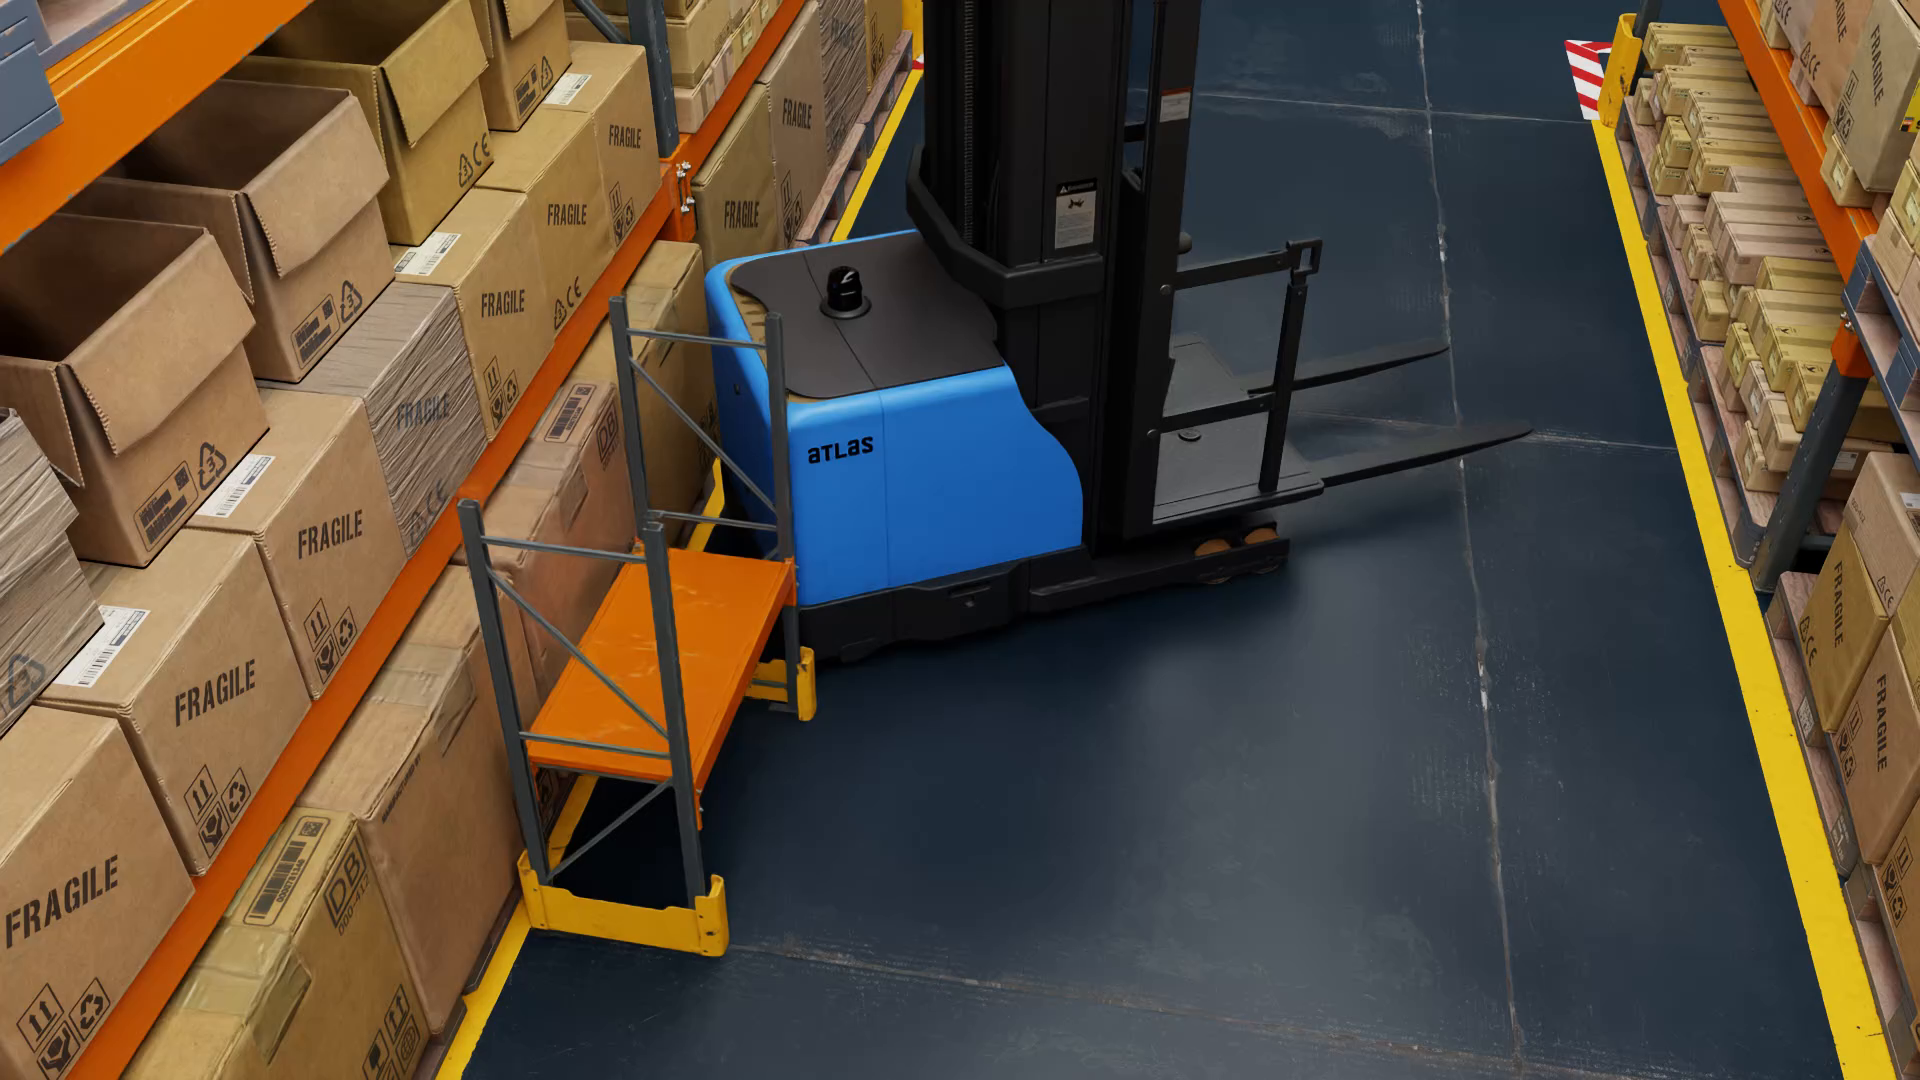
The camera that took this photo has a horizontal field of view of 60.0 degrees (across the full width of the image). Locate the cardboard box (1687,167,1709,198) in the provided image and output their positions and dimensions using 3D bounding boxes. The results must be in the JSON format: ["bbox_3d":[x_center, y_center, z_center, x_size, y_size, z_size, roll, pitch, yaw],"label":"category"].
[{"bbox_3d":[3.564,-1.680,7.602,0.380,0.149,0.250,5,40,6],"label":"cardboard box"}]

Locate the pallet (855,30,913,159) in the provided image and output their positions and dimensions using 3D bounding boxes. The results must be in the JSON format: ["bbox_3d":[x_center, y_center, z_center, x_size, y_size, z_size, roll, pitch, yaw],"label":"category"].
[{"bbox_3d":[-0.859,-2.483,9.087,1.003,0.211,1.213,6,40,8],"label":"pallet"}]

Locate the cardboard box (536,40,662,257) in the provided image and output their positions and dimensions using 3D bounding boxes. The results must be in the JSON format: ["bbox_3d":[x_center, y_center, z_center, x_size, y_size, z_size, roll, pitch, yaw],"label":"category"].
[{"bbox_3d":[-1.302,-1.273,5.357,0.500,0.500,0.500,7,40,8],"label":"cardboard box"}]

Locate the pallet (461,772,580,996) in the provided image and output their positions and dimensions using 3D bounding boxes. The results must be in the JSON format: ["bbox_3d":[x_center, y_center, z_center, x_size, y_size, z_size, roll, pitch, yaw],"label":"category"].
[{"bbox_3d":[-1.758,0.778,5.144,1.003,0.211,1.213,6,40,8],"label":"pallet"}]

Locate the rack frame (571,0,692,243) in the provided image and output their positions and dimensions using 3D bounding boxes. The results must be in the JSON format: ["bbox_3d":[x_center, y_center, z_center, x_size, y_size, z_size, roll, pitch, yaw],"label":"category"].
[{"bbox_3d":[-1.490,-1.558,5.780,1.000,3.000,0.127,6,40,8],"label":"rack frame"}]

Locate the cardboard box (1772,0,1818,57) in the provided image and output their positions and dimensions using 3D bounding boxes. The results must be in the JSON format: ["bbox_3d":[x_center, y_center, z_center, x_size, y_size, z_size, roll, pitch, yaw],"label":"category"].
[{"bbox_3d":[3.361,-2.073,6.091,0.500,0.500,0.500,6,40,7],"label":"cardboard box"}]

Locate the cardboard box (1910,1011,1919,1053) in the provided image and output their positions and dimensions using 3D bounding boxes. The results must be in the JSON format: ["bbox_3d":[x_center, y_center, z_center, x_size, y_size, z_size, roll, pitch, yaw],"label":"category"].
[{"bbox_3d":[2.711,1.264,4.000,0.500,0.500,0.500,5,40,6],"label":"cardboard box"}]

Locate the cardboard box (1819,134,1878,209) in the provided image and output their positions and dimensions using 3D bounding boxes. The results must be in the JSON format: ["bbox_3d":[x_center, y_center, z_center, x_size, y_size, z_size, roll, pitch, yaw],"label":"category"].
[{"bbox_3d":[3.134,-1.229,5.580,0.380,0.149,0.250,5,40,6],"label":"cardboard box"}]

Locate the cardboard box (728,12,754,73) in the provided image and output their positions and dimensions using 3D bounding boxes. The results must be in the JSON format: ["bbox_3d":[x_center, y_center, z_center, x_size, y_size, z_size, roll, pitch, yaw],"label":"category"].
[{"bbox_3d":[-1.021,-1.940,6.440,0.380,0.149,0.250,8,40,9],"label":"cardboard box"}]

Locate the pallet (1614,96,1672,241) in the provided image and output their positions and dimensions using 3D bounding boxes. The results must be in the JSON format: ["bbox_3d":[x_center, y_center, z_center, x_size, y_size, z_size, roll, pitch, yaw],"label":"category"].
[{"bbox_3d":[3.881,-1.829,8.297,1.003,0.211,1.213,6,40,8],"label":"pallet"}]

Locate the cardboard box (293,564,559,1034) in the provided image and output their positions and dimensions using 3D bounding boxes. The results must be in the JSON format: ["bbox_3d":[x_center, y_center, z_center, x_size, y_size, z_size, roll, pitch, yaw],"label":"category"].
[{"bbox_3d":[-1.881,0.620,4.484,1.225,0.875,0.875,7,40,8],"label":"cardboard box"}]

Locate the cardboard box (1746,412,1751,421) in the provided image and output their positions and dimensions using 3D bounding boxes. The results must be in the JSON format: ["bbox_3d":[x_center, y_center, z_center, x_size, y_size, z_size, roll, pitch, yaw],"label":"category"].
[{"bbox_3d":[3.237,-0.448,6.346,0.380,0.149,0.250,7,40,9],"label":"cardboard box"}]

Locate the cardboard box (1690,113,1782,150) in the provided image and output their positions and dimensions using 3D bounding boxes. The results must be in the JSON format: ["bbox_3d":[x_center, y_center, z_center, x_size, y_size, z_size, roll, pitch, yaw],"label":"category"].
[{"bbox_3d":[3.527,-1.791,7.503,0.380,0.149,0.250,8,40,9],"label":"cardboard box"}]

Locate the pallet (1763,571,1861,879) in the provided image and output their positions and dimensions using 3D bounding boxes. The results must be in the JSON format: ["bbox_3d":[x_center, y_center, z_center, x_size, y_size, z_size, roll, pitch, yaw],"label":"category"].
[{"bbox_3d":[3.244,0.616,5.339,1.003,0.211,1.213,6,40,8],"label":"pallet"}]

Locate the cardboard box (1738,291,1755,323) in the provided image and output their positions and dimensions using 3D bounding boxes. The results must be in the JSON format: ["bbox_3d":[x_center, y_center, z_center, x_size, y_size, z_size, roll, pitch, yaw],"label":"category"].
[{"bbox_3d":[3.322,-0.846,6.593,0.380,0.149,0.250,7,40,8],"label":"cardboard box"}]

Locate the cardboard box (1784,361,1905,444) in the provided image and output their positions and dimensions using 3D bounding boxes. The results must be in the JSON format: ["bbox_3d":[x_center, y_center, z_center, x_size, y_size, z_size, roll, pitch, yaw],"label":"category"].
[{"bbox_3d":[3.183,-0.492,5.932,0.380,0.149,0.250,7,40,9],"label":"cardboard box"}]

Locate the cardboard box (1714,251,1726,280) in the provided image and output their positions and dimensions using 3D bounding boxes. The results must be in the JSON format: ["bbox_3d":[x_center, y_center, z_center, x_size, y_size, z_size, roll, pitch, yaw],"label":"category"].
[{"bbox_3d":[3.413,-1.174,6.990,0.380,0.149,0.250,5,40,6],"label":"cardboard box"}]

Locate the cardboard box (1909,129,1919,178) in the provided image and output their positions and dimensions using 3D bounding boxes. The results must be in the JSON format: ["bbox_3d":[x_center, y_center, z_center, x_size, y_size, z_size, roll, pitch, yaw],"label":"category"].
[{"bbox_3d":[2.856,-1.045,4.561,0.380,0.149,0.250,8,40,10],"label":"cardboard box"}]

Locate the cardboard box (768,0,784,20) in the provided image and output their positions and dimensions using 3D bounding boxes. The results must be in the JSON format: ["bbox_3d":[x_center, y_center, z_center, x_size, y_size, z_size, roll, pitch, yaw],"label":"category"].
[{"bbox_3d":[-0.933,-2.266,6.834,0.380,0.149,0.250,6,40,7],"label":"cardboard box"}]

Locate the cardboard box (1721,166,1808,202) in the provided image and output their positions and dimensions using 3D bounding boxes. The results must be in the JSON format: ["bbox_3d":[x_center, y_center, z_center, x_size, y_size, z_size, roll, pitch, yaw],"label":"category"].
[{"bbox_3d":[3.487,-1.462,7.105,0.380,0.149,0.250,6,40,8],"label":"cardboard box"}]

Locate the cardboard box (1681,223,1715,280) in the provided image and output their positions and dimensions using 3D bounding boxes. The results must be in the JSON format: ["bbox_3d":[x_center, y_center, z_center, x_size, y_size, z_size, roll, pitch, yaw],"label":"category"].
[{"bbox_3d":[3.409,-1.255,7.322,0.380,0.149,0.250,6,40,8],"label":"cardboard box"}]

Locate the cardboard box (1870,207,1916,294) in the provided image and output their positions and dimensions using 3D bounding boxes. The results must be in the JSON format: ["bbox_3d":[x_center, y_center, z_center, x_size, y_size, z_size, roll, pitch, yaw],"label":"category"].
[{"bbox_3d":[2.856,-0.816,4.750,0.380,0.149,0.250,5,40,6],"label":"cardboard box"}]

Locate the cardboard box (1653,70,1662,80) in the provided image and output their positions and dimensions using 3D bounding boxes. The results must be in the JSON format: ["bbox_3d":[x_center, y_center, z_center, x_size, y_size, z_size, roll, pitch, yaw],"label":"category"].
[{"bbox_3d":[3.726,-2.335,8.394,0.380,0.149,0.250,8,40,10],"label":"cardboard box"}]

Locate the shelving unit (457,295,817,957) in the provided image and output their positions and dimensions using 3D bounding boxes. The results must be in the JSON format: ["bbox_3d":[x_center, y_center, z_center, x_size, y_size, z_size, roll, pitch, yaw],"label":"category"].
[{"bbox_3d":[-0.852,0.236,4.744,0.587,1.500,1.083,7,37,8],"label":"shelving unit"}]

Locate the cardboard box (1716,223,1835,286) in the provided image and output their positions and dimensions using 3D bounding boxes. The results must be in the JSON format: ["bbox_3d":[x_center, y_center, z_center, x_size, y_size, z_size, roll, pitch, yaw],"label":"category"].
[{"bbox_3d":[3.301,-1.148,6.725,0.380,0.149,0.250,5,40,6],"label":"cardboard box"}]

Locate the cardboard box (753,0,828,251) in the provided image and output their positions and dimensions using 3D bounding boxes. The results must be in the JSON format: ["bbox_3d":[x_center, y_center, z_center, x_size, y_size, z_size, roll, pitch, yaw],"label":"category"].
[{"bbox_3d":[-1.141,-1.871,7.497,0.875,0.875,0.875,6,40,8],"label":"cardboard box"}]

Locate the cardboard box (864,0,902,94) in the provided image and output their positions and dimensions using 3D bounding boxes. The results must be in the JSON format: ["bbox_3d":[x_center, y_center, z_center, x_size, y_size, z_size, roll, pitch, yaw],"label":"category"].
[{"bbox_3d":[-0.830,-3.000,8.863,0.875,0.875,0.875,6,40,8],"label":"cardboard box"}]

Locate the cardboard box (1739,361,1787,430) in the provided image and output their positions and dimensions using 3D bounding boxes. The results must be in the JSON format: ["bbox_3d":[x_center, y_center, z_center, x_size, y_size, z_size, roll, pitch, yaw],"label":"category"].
[{"bbox_3d":[3.153,-0.529,6.210,0.380,0.149,0.250,5,40,6],"label":"cardboard box"}]

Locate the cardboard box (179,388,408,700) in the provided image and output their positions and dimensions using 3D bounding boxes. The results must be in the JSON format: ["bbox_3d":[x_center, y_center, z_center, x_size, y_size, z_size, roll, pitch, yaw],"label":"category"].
[{"bbox_3d":[-1.658,-0.007,3.826,0.500,0.500,0.500,6,40,7],"label":"cardboard box"}]

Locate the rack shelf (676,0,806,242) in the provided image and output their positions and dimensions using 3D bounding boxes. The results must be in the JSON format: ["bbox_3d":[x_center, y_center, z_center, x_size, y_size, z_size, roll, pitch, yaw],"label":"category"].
[{"bbox_3d":[-1.144,-2.536,7.527,1.077,0.370,4.000,6,40,8],"label":"rack shelf"}]

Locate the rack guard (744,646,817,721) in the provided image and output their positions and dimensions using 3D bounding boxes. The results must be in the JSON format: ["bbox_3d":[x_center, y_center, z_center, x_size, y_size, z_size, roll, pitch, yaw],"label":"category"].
[{"bbox_3d":[-0.771,0.443,5.512,0.587,0.250,0.087,7,37,8],"label":"rack guard"}]

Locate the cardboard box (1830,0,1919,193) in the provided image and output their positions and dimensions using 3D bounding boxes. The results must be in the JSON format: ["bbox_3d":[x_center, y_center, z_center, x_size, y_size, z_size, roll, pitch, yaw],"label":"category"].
[{"bbox_3d":[3.183,-1.435,5.320,0.500,0.500,0.500,6,40,8],"label":"cardboard box"}]

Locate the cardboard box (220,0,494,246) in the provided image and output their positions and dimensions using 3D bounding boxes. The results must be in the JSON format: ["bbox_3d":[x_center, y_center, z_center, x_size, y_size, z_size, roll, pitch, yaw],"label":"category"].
[{"bbox_3d":[-1.723,-1.152,4.423,0.797,0.503,0.637,7,40,8],"label":"cardboard box"}]

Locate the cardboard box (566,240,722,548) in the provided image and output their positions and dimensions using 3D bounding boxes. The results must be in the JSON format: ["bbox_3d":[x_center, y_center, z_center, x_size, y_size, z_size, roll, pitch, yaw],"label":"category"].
[{"bbox_3d":[-1.581,-0.497,5.835,1.225,0.875,0.875,7,40,8],"label":"cardboard box"}]

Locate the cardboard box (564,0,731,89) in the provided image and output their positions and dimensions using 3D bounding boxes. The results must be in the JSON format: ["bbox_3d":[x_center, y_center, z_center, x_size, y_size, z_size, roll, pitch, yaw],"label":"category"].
[{"bbox_3d":[-1.151,-1.880,6.055,0.500,0.250,0.500,6,40,7],"label":"cardboard box"}]

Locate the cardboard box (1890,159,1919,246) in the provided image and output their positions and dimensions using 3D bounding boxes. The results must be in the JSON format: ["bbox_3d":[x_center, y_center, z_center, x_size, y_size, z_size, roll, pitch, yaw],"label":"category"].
[{"bbox_3d":[2.856,-0.930,4.656,0.380,0.149,0.250,7,40,8],"label":"cardboard box"}]

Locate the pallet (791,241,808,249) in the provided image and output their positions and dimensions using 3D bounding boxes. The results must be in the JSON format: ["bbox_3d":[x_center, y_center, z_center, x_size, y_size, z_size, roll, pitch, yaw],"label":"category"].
[{"bbox_3d":[-1.282,-0.952,7.235,1.003,0.211,1.213,6,40,8],"label":"pallet"}]

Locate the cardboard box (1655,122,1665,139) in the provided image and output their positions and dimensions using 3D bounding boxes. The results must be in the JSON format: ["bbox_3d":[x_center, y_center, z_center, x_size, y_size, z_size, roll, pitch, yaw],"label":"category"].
[{"bbox_3d":[3.699,-2.054,8.288,0.380,0.149,0.250,6,40,7],"label":"cardboard box"}]

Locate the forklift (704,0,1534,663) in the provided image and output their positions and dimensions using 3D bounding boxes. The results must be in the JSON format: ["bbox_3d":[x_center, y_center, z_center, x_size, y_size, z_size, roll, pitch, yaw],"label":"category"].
[{"bbox_3d":[0.680,-1.274,5.490,3.031,2.935,1.130,-12,41,-15],"label":"forklift"}]

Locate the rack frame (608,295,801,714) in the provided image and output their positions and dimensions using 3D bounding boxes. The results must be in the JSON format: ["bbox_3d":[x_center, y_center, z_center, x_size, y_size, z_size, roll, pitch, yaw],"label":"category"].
[{"bbox_3d":[-0.761,-0.058,5.138,0.500,1.500,0.032,7,37,8],"label":"rack frame"}]

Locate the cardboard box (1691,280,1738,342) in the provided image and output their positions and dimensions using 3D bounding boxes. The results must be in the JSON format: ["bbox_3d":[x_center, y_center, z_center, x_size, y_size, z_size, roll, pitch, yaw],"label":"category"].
[{"bbox_3d":[3.289,-0.944,6.945,0.380,0.149,0.250,6,40,8],"label":"cardboard box"}]

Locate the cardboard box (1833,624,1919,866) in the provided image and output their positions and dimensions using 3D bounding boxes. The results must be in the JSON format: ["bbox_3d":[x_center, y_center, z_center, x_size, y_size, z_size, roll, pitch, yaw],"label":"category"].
[{"bbox_3d":[2.898,0.621,4.777,0.500,0.500,0.500,8,40,10],"label":"cardboard box"}]

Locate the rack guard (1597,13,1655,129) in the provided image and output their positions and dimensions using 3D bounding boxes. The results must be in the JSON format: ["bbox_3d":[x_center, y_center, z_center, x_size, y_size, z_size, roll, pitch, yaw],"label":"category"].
[{"bbox_3d":[4.056,-2.447,8.817,1.175,0.500,0.348,6,40,8],"label":"rack guard"}]

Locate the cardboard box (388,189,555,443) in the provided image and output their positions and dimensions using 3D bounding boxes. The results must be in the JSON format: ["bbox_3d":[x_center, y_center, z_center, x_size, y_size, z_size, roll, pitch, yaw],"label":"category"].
[{"bbox_3d":[-1.478,-0.634,4.584,0.500,0.500,0.500,6,40,7],"label":"cardboard box"}]

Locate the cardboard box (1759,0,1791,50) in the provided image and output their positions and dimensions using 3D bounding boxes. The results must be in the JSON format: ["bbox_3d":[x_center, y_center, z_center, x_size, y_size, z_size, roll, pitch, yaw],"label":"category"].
[{"bbox_3d":[3.396,-2.045,6.566,0.380,0.149,0.250,7,40,9],"label":"cardboard box"}]

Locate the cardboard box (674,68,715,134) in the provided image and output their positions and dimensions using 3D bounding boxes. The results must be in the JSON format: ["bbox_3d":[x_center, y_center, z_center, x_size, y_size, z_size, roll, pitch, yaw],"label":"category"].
[{"bbox_3d":[-1.111,-1.610,6.040,0.380,0.149,0.250,6,40,8],"label":"cardboard box"}]

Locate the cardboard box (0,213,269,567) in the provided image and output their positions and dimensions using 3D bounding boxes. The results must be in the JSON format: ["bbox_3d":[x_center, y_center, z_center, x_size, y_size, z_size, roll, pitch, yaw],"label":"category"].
[{"bbox_3d":[-1.924,-0.338,3.439,0.797,0.503,0.637,7,40,9],"label":"cardboard box"}]

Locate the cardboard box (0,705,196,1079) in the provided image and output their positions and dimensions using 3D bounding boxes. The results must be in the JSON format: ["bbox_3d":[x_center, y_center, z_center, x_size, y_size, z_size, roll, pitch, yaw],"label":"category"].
[{"bbox_3d":[-1.830,0.639,3.044,0.500,0.500,0.500,8,40,9],"label":"cardboard box"}]

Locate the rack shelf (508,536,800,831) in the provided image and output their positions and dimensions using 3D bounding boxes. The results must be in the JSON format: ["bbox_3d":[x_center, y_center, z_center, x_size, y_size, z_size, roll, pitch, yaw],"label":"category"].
[{"bbox_3d":[-0.857,0.385,4.845,0.538,0.185,1.000,7,37,8],"label":"rack shelf"}]

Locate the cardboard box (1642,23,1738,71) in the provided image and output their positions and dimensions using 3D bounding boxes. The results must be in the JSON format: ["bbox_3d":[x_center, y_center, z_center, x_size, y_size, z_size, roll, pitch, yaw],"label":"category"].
[{"bbox_3d":[3.644,-2.459,8.311,0.380,0.149,0.250,5,40,6],"label":"cardboard box"}]

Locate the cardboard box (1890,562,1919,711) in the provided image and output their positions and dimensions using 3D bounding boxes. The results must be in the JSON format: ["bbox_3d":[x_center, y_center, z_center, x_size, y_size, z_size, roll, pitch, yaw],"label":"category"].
[{"bbox_3d":[2.900,0.334,4.535,0.500,0.250,0.500,7,40,9],"label":"cardboard box"}]

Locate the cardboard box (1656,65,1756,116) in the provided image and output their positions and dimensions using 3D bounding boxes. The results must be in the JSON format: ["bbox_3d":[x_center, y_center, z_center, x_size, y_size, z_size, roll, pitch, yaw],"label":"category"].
[{"bbox_3d":[3.545,-2.128,7.911,0.380,0.149,0.250,6,40,8],"label":"cardboard box"}]

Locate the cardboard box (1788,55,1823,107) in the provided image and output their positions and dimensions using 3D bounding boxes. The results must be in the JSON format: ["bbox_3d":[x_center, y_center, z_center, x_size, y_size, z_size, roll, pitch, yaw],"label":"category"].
[{"bbox_3d":[3.325,-1.723,6.177,0.380,0.149,0.250,5,40,6],"label":"cardboard box"}]

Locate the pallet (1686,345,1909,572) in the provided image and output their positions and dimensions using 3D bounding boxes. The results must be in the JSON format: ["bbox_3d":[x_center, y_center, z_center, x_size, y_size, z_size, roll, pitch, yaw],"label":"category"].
[{"bbox_3d":[3.459,-0.298,6.445,1.003,0.211,1.213,6,40,8],"label":"pallet"}]

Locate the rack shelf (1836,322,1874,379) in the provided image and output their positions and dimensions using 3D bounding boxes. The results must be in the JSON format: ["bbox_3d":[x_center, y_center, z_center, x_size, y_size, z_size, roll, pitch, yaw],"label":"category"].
[{"bbox_3d":[3.031,0.585,3.753,1.077,0.370,4.000,6,40,8],"label":"rack shelf"}]

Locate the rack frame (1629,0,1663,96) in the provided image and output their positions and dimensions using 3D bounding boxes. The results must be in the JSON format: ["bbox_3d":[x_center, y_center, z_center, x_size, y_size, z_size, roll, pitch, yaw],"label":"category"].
[{"bbox_3d":[4.070,-3.458,8.078,1.000,3.000,0.127,6,40,8],"label":"rack frame"}]

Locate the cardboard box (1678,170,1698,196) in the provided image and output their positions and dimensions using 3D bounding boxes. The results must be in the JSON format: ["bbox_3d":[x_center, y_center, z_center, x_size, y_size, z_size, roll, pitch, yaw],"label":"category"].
[{"bbox_3d":[3.560,-1.578,7.713,0.380,0.149,0.250,6,40,8],"label":"cardboard box"}]

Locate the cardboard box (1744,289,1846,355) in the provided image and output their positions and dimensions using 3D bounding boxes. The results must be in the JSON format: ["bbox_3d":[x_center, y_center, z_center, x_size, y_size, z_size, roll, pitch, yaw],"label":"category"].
[{"bbox_3d":[3.224,-0.813,6.321,0.380,0.149,0.250,6,40,7],"label":"cardboard box"}]
